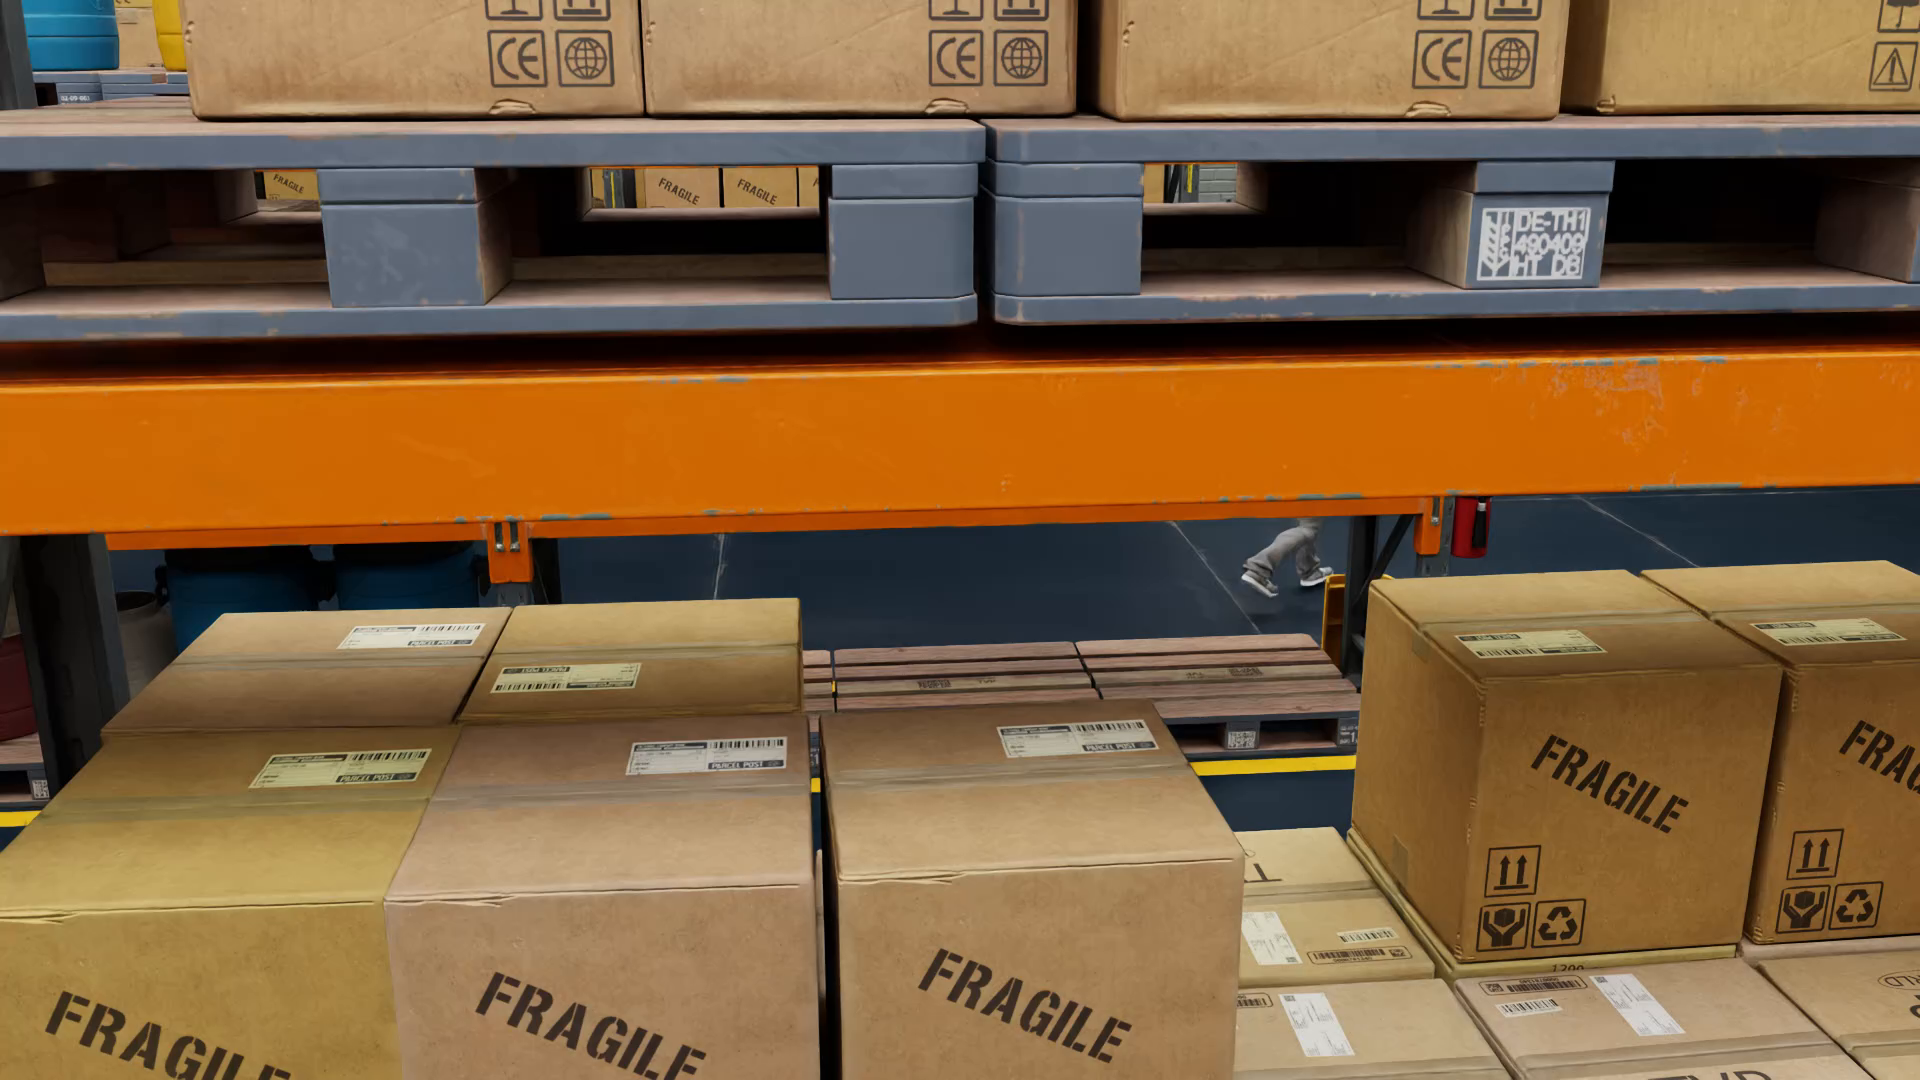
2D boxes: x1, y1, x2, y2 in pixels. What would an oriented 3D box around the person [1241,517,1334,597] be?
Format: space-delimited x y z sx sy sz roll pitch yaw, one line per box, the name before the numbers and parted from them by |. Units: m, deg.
person | 1.936 -0.414 9.399 0.871 1.551 0.446 -10 20 -29
